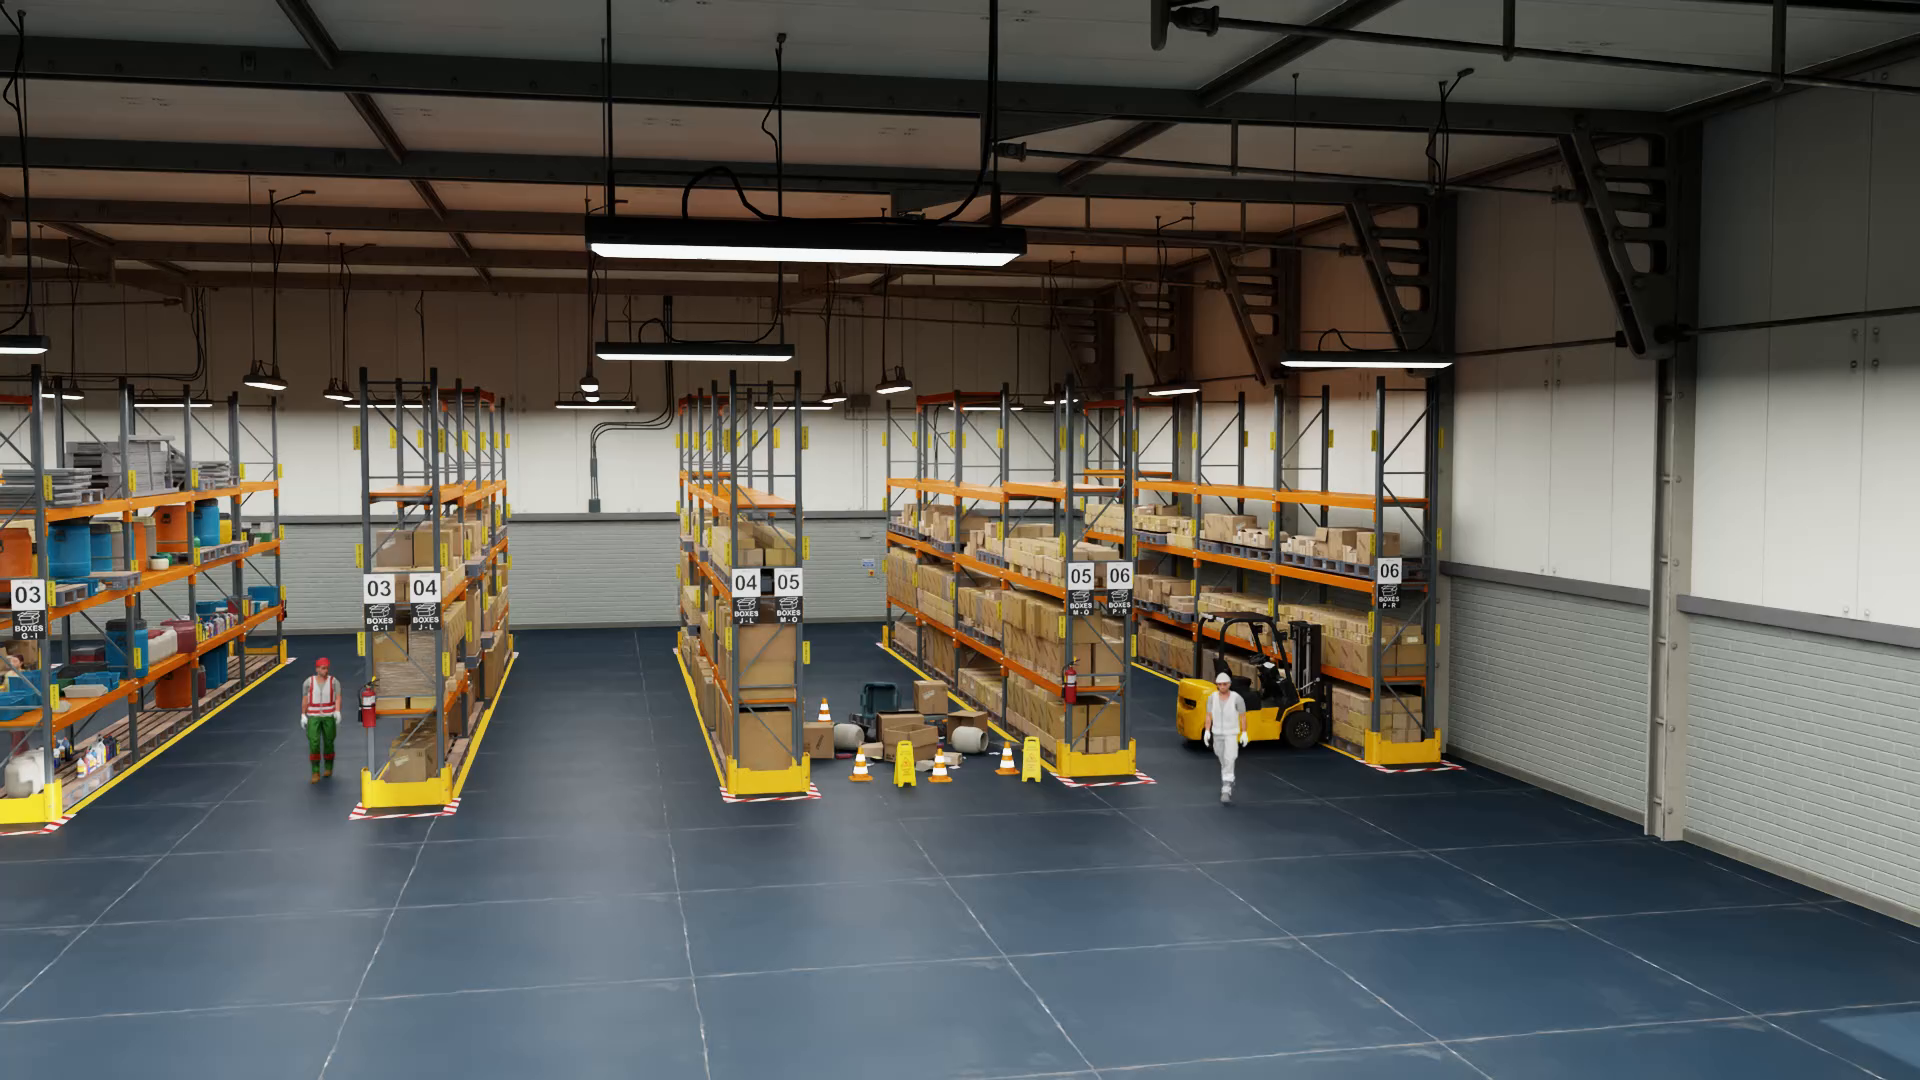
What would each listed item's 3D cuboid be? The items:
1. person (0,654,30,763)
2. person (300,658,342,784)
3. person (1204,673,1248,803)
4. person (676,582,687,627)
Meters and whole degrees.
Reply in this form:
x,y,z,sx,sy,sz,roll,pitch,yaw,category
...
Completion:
x,y,z,sx,sy,sz,roll,pitch,yaw,category
-14.786,2.657,26.021,0.519,1.721,0.488,1,3,13,person
-9.444,2.655,24.599,0.577,1.792,0.734,-1,4,-23,person
3.683,2.719,23.184,0.564,1.738,0.953,2,4,31,person
-6.707,1.653,41.185,0.567,1.756,0.805,2,4,35,person
